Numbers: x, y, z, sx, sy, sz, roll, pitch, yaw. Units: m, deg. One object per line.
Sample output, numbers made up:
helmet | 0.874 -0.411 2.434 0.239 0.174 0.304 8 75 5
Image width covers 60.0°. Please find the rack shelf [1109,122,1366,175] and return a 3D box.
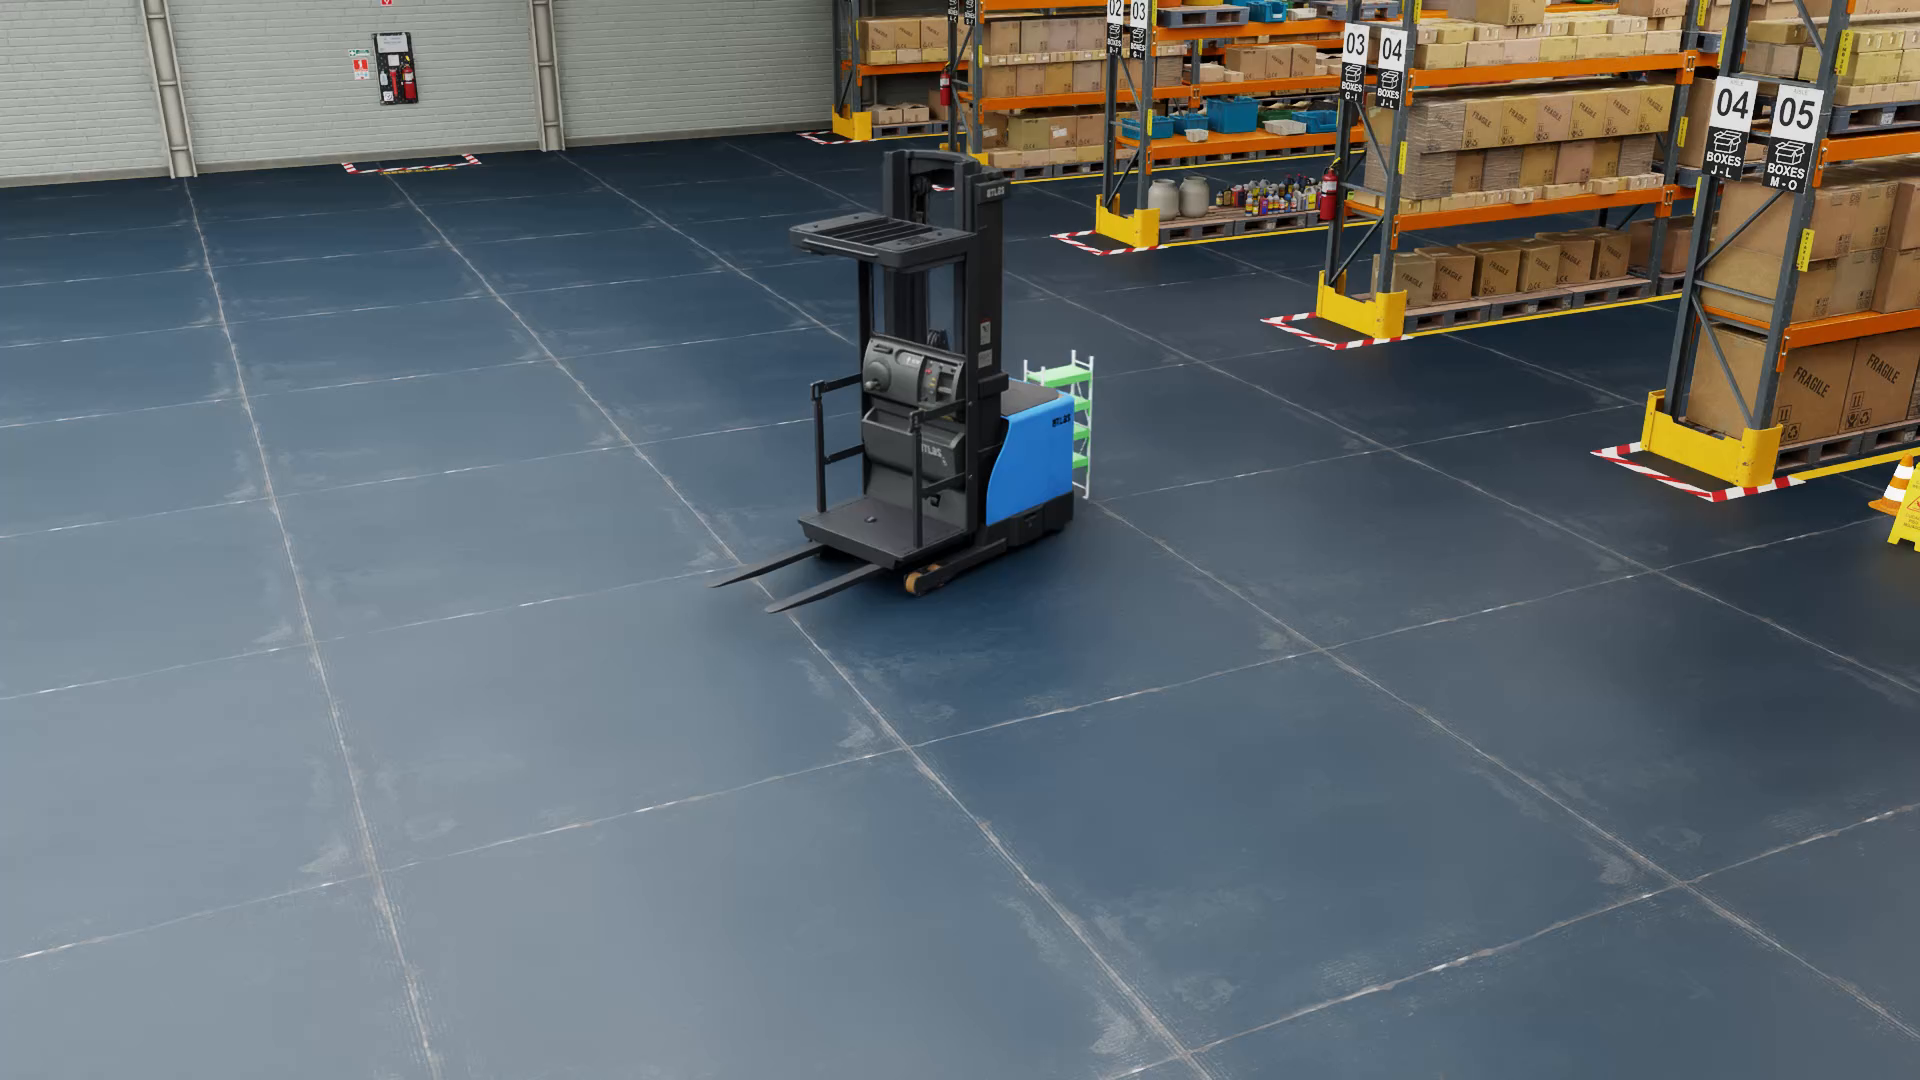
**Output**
rack shelf | 4.025 -5.474 22.994 4.000 0.370 1.077 -10 25 -24

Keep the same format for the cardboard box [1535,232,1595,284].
cardboard box | 7.085 -3.320 19.569 0.500 0.500 0.500 -3 23 -7

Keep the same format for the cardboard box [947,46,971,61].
cardboard box | -0.117 -9.057 30.879 0.500 0.250 0.500 -10 25 -23

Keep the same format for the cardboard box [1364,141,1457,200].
cardboard box | 4.878 -4.034 18.053 0.500 0.500 0.875 -10 25 -24

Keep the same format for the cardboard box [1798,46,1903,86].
cardboard box | 6.977 -3.728 13.040 0.500 0.250 0.500 -10 25 -24

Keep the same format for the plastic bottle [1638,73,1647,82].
plastic bottle | 10.802 -7.195 26.274 0.185 0.351 0.144 -10 25 -24

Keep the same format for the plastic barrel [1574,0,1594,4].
plastic barrel | 9.231 -8.058 24.575 0.294 0.245 0.294 0 22 0

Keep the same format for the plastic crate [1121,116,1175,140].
plastic crate | 2.544 -5.592 22.533 0.616 0.251 0.499 -10 25 -24

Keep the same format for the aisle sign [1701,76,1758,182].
aisle sign | 6.237 -3.335 13.485 0.004 0.787 0.394 -10 25 -24

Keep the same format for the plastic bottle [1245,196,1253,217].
plastic bottle | 3.992 -4.611 22.959 0.097 0.271 0.097 0 22 0

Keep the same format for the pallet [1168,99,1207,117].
pallet | 4.430 -8.799 33.730 1.213 0.211 1.003 -10 25 -24

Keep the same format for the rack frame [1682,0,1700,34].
rack frame | 7.975 -7.204 18.387 0.127 3.000 1.000 -10 25 -24

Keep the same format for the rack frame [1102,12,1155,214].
rack frame | 2.223 -5.475 22.055 0.127 3.000 1.000 -10 25 -24

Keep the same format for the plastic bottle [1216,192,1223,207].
plastic bottle | 3.687 -4.841 23.607 0.097 0.201 0.097 0 22 0

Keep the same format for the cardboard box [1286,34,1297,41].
cardboard box | 6.679 -10.307 34.031 0.250 0.149 0.380 -10 25 -23

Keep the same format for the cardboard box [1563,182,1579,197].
cardboard box | 6.761 -3.988 18.792 0.250 0.149 0.380 -10 25 -24

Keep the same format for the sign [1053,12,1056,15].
sign | 1.773 -9.767 31.291 0.005 0.325 0.100 -10 25 -24

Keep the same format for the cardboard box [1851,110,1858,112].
cardboard box | 10.650 -5.105 20.481 0.500 0.500 0.700 -7 23 -16

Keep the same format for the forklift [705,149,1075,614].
forklift | -0.481 -1.178 11.763 1.130 2.935 3.031 19 29 39

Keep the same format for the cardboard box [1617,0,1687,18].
cardboard box | 7.680 -6.070 18.396 0.500 0.500 0.500 -11 25 -25

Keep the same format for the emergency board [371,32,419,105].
emergency board | -9.468 -7.911 27.941 0.643 1.169 0.194 -10 25 -24

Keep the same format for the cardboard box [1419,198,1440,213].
cardboard box | 4.965 -3.652 17.979 0.250 0.149 0.380 -10 25 -24

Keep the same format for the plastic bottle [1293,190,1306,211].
plastic bottle | 4.760 -4.766 23.328 0.135 0.276 0.152 -10 24 -23

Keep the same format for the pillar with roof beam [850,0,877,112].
pillar with roof beam | 0.049 -10.592 26.572 0.400 9.000 9.100 -10 25 -24

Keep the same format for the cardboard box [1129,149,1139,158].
cardboard box | 2.904 -6.538 27.669 0.500 0.250 0.500 -10 25 -24

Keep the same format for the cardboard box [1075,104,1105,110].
cardboard box | 2.227 -6.981 27.759 0.500 0.500 0.500 -10 25 -24

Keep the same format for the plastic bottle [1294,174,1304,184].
plastic bottle | 4.920 -5.127 24.102 0.185 0.351 0.144 -10 24 -22

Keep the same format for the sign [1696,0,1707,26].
sign | 8.217 -5.871 18.413 0.005 0.325 0.100 -10 25 -24

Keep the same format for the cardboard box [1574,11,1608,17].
cardboard box | 7.084 -5.879 18.784 0.250 0.149 0.380 -10 25 -23

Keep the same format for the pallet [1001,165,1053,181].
pallet | 0.749 -6.036 27.055 1.213 0.211 1.003 -10 25 -24

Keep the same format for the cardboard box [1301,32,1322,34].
cardboard box | 7.073 -10.656 34.026 0.500 0.500 0.500 -10 24 -22

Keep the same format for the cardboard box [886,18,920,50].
cardboard box | -1.064 -9.230 30.315 0.500 0.500 0.500 -10 25 -23

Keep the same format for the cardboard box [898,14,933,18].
cardboard box | -0.820 -9.494 30.954 0.500 0.500 0.500 -11 25 -25

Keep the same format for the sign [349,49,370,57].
sign | -10.003 -8.114 27.691 0.331 0.109 0.001 -10 25 -24

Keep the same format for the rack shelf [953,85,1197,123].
rack shelf | 1.880 -7.182 27.119 4.000 0.370 1.077 -10 25 -24

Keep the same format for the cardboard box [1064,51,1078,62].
cardboard box | 1.684 -7.734 26.533 0.250 0.149 0.380 -11 25 -24

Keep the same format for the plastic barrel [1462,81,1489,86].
plastic barrel | 7.445 -6.406 24.126 0.433 0.535 0.433 0 22 0

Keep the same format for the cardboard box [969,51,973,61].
cardboard box | 0.340 -7.658 26.349 0.250 0.149 0.380 -11 25 -25

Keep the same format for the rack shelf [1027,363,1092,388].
rack shelf | 0.776 -1.257 13.127 0.480 0.148 0.258 -15 27 -33

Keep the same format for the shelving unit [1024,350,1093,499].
shelving unit | 0.776 -0.872 13.286 0.503 1.200 0.258 -15 27 -33

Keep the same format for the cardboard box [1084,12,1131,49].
cardboard box | 2.379 -8.249 26.929 0.500 0.500 0.700 -10 25 -24

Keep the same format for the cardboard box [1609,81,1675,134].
cardboard box | 7.689 -4.908 18.857 0.500 0.500 0.500 -10 25 -24

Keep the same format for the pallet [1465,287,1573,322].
pallet | 6.284 -2.816 19.276 1.213 0.211 1.003 -10 25 -24

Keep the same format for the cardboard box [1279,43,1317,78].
cardboard box | 5.781 -8.272 28.681 0.500 0.500 0.500 -12 25 -26

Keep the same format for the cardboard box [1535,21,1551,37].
cardboard box | 6.111 -5.496 17.859 0.250 0.149 0.380 -11 25 -24

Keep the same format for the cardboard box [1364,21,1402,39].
cardboard box | 4.486 -5.423 17.681 0.250 0.149 0.380 -10 25 -24

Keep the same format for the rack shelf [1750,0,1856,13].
rack shelf | 8.233 -4.628 13.629 4.000 0.370 1.077 -10 25 -24

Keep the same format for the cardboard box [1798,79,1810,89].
cardboard box | 6.811 -3.766 13.652 0.250 0.149 0.380 -10 25 -23

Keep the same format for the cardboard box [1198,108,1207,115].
cardboard box | 4.389 -7.283 28.736 0.500 0.311 0.500 -10 24 -22

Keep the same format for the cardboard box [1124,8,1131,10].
cardboard box | 3.602 -10.170 32.691 0.500 0.500 0.700 -10 25 -24

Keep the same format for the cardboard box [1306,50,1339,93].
cardboard box | 7.410 -9.779 34.715 0.750 0.750 0.750 -10 24 -22

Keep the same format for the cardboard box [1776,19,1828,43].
cardboard box | 6.813 -4.134 13.500 0.250 0.149 0.380 -10 25 -23

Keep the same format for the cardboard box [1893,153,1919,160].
cardboard box | 8.696 -3.051 14.591 0.550 0.550 0.875 -10 25 -24

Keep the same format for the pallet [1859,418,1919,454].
pallet | 8.215 -1.114 15.165 1.213 0.211 1.003 -10 25 -24

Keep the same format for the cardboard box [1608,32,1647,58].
cardboard box | 7.202 -5.500 18.388 0.500 0.250 0.500 -10 24 -22

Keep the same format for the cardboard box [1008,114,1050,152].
cardboard box | 1.107 -6.549 26.714 0.500 0.500 0.500 -10 25 -24
